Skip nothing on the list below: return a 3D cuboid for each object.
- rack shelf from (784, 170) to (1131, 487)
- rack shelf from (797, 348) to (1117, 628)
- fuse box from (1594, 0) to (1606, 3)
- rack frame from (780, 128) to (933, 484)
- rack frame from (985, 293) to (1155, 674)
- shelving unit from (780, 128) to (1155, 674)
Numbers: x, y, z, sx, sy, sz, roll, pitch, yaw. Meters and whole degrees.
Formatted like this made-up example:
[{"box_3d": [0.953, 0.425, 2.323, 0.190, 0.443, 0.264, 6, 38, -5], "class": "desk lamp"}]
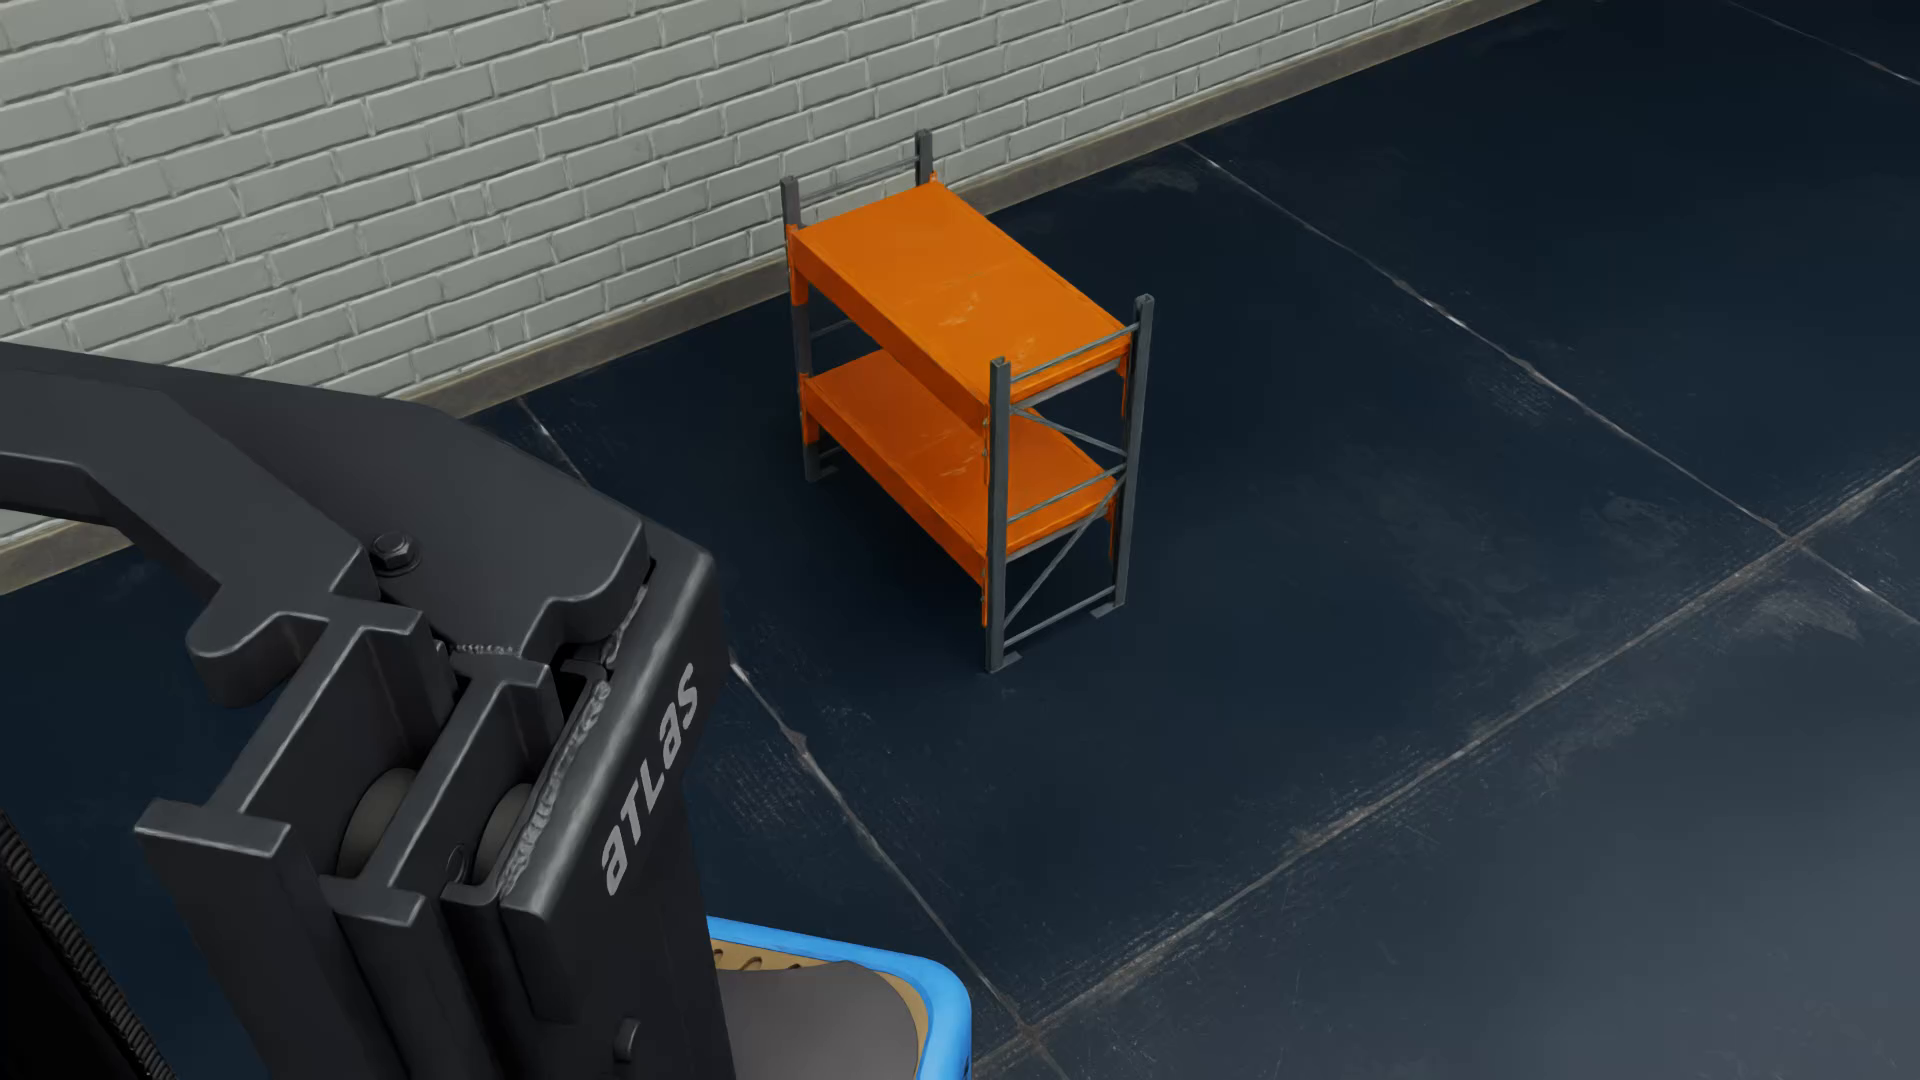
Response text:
[{"box_3d": [-0.004, -0.622, 4.663, 0.538, 0.278, 1.000, -26, 49, -24], "class": "rack shelf"}, {"box_3d": [-0.004, -0.234, 5.034, 0.538, 0.278, 1.000, -26, 49, -24], "class": "rack shelf"}, {"box_3d": [3.099, -3.199, 7.361, 0.539, 1.711, 0.414, -26, 49, -24], "class": "fuse box"}, {"box_3d": [-0.295, -0.699, 5.167, 0.500, 1.125, 0.032, -26, 49, -24], "class": "rack frame"}, {"box_3d": [0.287, -0.123, 4.564, 0.500, 1.125, 0.032, -26, 49, -24], "class": "rack frame"}, {"box_3d": [-0.004, -0.411, 4.866, 0.538, 1.125, 1.048, -26, 49, -24], "class": "shelving unit"}]
